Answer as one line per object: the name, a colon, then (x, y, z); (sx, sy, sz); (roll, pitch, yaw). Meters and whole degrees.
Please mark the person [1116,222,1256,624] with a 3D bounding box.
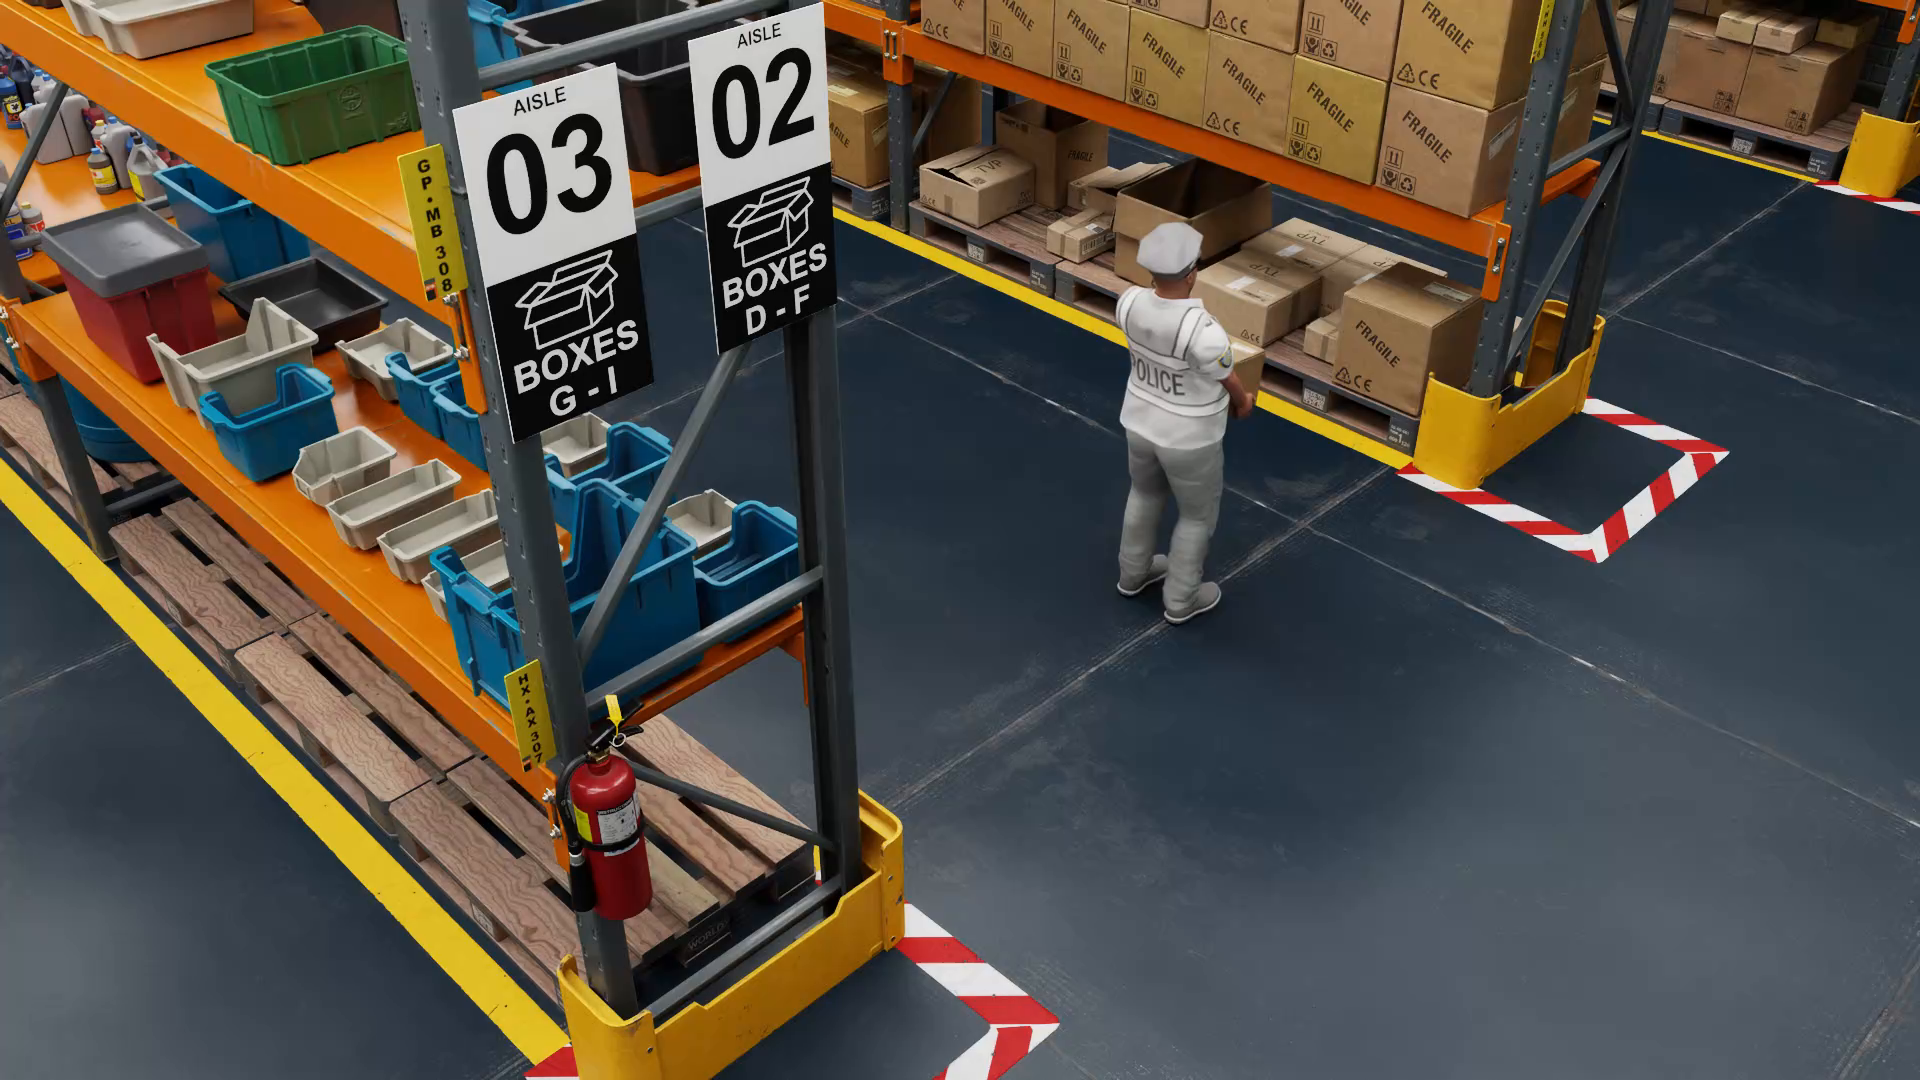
person: (0.920, -0.505, 6.837); (0.566, 1.768, 0.494); (-30, 45, -35)
